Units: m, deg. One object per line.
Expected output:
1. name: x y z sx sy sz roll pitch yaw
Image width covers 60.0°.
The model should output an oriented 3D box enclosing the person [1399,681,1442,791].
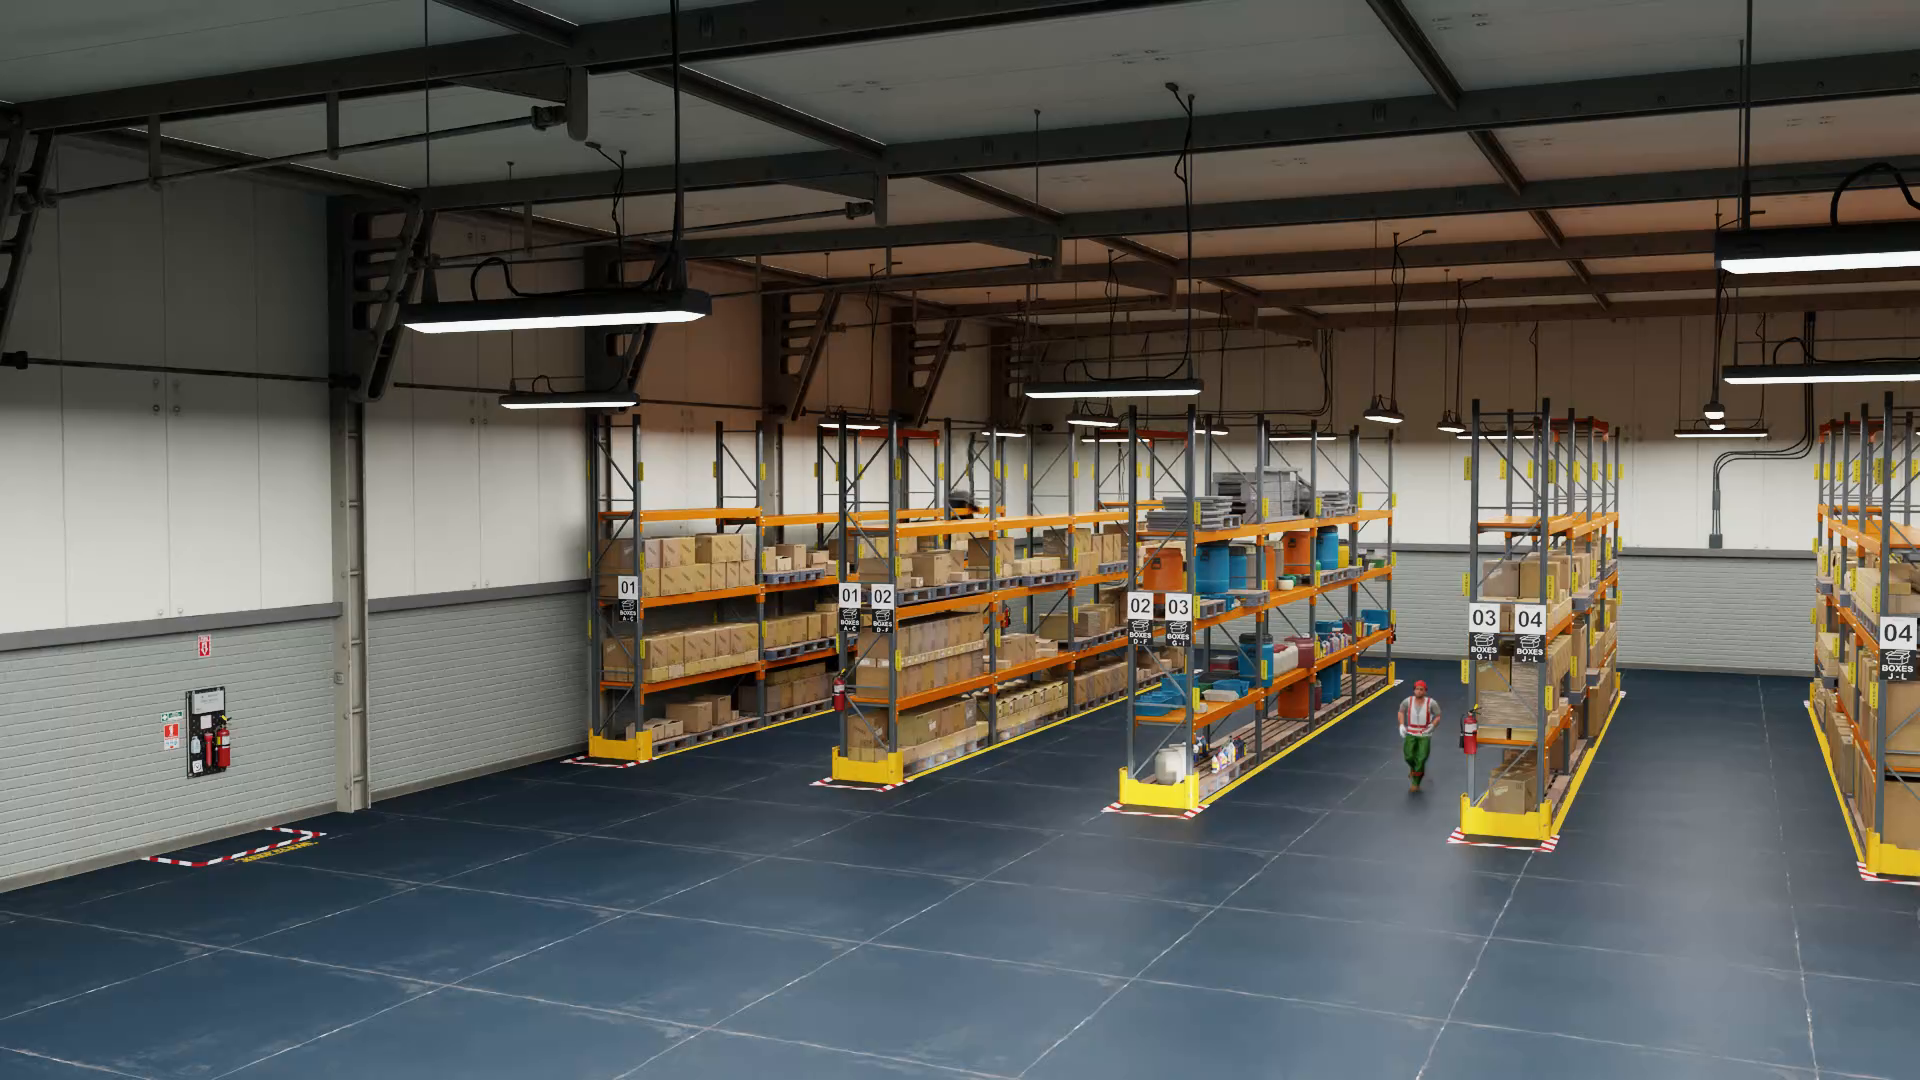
1. person: 7.190 3.063 26.040 0.670 1.737 0.583 1 3 22
